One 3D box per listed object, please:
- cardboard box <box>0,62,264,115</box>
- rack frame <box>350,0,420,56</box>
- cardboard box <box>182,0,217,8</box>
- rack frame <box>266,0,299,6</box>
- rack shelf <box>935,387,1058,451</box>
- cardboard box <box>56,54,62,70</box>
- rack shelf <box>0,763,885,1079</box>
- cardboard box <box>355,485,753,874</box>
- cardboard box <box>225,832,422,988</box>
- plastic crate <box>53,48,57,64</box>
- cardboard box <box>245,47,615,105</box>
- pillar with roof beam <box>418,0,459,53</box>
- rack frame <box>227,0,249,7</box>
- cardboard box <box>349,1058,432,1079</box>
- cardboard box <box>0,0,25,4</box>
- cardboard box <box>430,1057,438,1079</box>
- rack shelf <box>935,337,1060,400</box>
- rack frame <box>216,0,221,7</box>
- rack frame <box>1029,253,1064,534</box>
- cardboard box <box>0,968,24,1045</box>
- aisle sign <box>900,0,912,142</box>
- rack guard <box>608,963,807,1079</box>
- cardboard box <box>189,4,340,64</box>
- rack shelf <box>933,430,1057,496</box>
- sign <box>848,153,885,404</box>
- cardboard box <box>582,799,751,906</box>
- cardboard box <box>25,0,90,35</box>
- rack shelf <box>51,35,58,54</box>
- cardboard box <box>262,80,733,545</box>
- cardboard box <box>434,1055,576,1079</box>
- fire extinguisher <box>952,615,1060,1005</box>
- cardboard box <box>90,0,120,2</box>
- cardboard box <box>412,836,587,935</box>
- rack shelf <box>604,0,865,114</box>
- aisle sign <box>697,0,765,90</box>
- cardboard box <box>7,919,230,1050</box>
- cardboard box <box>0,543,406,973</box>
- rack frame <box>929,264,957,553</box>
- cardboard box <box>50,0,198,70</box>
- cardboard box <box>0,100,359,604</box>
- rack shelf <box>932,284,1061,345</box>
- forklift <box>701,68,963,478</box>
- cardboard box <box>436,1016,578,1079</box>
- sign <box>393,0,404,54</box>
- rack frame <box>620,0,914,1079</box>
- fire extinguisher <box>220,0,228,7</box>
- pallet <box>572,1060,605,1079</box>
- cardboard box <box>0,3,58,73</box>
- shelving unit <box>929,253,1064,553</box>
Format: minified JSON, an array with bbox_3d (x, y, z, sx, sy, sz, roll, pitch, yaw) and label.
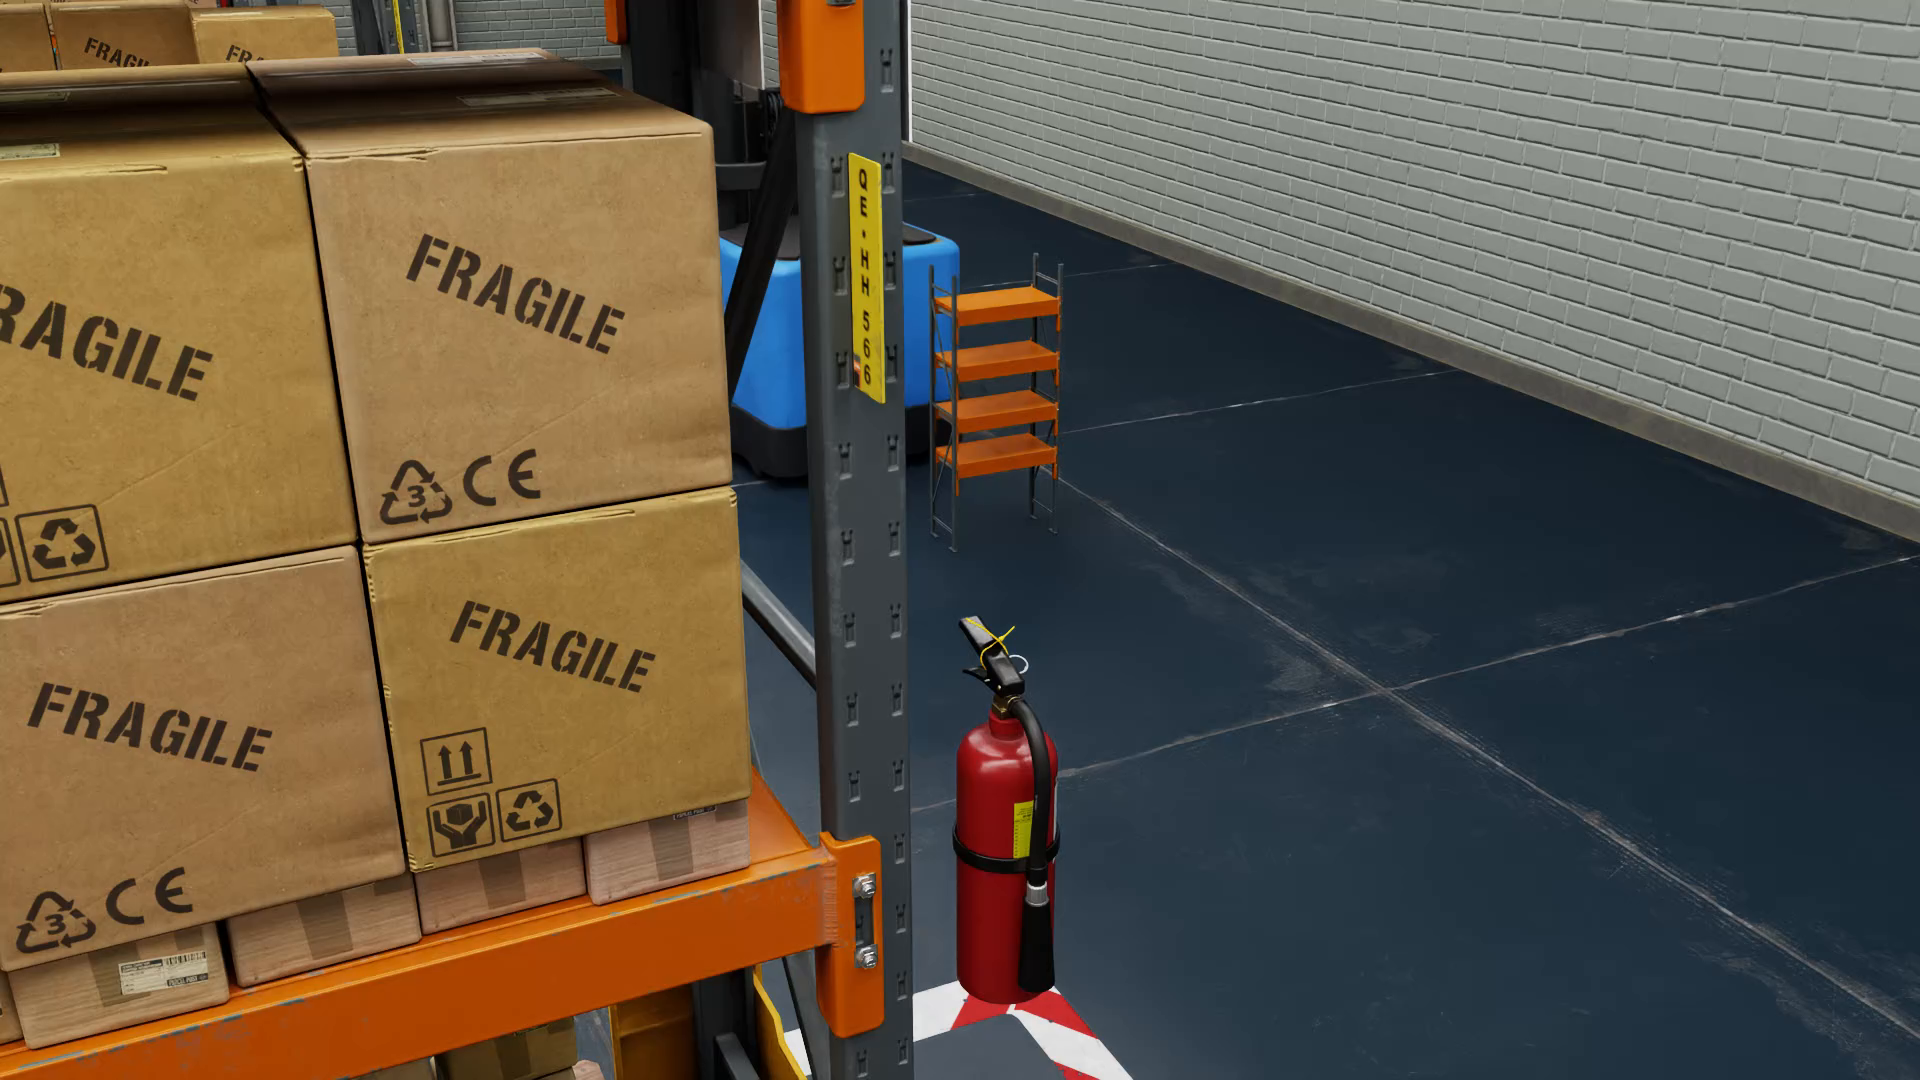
[{"bbox_3d":[-1.320,-0.443,2.570,0.500,0.500,0.500,-10,24,-22],"label":"cardboard box"},{"bbox_3d":[-2.409,-1.592,7.174,0.127,3.000,1.000,-10,25,-24],"label":"rack frame"},{"bbox_3d":[-6.987,-4.885,14.998,0.500,0.500,0.500,-10,24,-22],"label":"cardboard box"},{"bbox_3d":[-4.557,-3.299,11.297,0.127,3.000,1.000,-10,25,-24],"label":"rack frame"},{"bbox_3d":[0.149,-0.520,7.113,0.480,0.148,0.258,-10,25,-24],"label":"rack shelf"},{"bbox_3d":[-10.345,-5.435,19.177,0.500,0.500,0.700,-11,25,-25],"label":"cardboard box"},{"bbox_3d":[-2.151,0.798,2.340,4.000,0.370,1.077,-10,25,-24],"label":"rack shelf"},{"bbox_3d":[-0.642,0.114,2.534,0.500,0.500,0.500,-10,24,-23],"label":"cardboard box"},{"bbox_3d":[-0.980,0.477,2.505,0.250,0.149,0.380,-11,25,-24],"label":"cardboard box"},{"bbox_3d":[-6.108,-3.103,10.965,0.300,0.233,0.416,-10,25,-24],"label":"plastic crate"},{"bbox_3d":[-0.868,-0.528,2.778,0.500,0.500,0.500,-11,25,-24],"label":"cardboard box"},{"bbox_3d":[-4.929,-8.747,16.616,0.400,9.000,9.100,-10,25,-24],"label":"pillar with roof beam"},{"bbox_3d":[-6.702,-5.006,15.423,0.127,3.000,1.000,-10,25,-24],"label":"rack frame"},{"bbox_3d":[-1.164,1.040,3.217,0.250,0.149,0.380,-10,24,-23],"label":"cardboard box"},{"bbox_3d":[-8.359,-4.633,14.390,0.500,0.500,0.500,-11,25,-24],"label":"cardboard box"},{"bbox_3d":[-0.960,1.234,3.525,0.250,0.149,0.380,-10,24,-23],"label":"cardboard box"},{"bbox_3d":[0.149,-0.726,7.027,0.480,0.148,0.258,-10,25,-24],"label":"rack shelf"},{"bbox_3d":[-8.853,-6.713,19.545,0.127,3.000,1.000,-10,25,-24],"label":"rack frame"},{"bbox_3d":[0.369,-0.622,7.185,0.015,1.200,0.240,-10,25,-24],"label":"rack frame"},{"bbox_3d":[-1.450,0.561,2.302,0.250,0.149,0.380,-12,25,-26],"label":"cardboard box"},{"bbox_3d":[-0.153,-0.976,2.286,0.004,0.787,0.394,-10,25,-24],"label":"aisle sign"},{"bbox_3d":[-0.417,1.302,3.452,0.348,0.500,1.175,-10,25,-24],"label":"rack guard"},{"bbox_3d":[-2.734,-1.835,6.588,0.500,0.500,0.500,-10,25,-23],"label":"cardboard box"},{"bbox_3d":[0.149,-0.336,7.189,0.480,0.148,0.258,-10,25,-24],"label":"rack shelf"},{"bbox_3d":[-0.126,-0.352,2.252,0.005,0.325,0.100,-10,25,-24],"label":"sign"},{"bbox_3d":[-0.520,0.402,2.686,0.250,0.149,0.380,-10,25,-24],"label":"cardboard box"},{"bbox_3d":[-7.905,-4.716,14.591,0.500,0.500,0.500,-10,25,-23],"label":"cardboard box"},{"bbox_3d":[-8.504,-4.342,14.759,4.000,0.370,1.077,-10,25,-24],"label":"rack shelf"},{"bbox_3d":[-0.653,-0.350,2.346,0.500,0.500,0.500,-11,25,-25],"label":"cardboard box"},{"bbox_3d":[-0.932,1.118,3.416,0.250,0.149,0.380,-9,24,-21],"label":"cardboard box"},{"bbox_3d":[0.079,0.460,2.807,0.183,0.674,0.296,-10,25,-24],"label":"fire extinguisher"},{"bbox_3d":[-7.453,-4.797,14.787,0.500,0.500,0.500,-10,25,-23],"label":"cardboard box"},{"bbox_3d":[-0.760,0.430,2.618,0.250,0.149,0.380,-10,25,-24],"label":"cardboard box"},{"bbox_3d":[-2.151,-0.588,1.766,4.000,0.370,1.077,-10,25,-24],"label":"rack shelf"},{"bbox_3d":[-0.413,-1.182,2.786,0.004,0.787,0.394,-10,25,-24],"label":"aisle sign"},{"bbox_3d":[-1.199,0.527,2.383,0.250,0.149,0.380,-10,24,-22],"label":"cardboard box"},{"bbox_3d":[-1.108,0.197,2.331,0.500,0.500,0.500,-11,25,-24],"label":"cardboard box"},{"bbox_3d":[-0.071,-0.541,6.989,0.015,1.200,0.240,-10,25,-24],"label":"rack frame"},{"bbox_3d":[-3.409,-1.937,6.834,0.500,0.500,0.500,-11,25,-25],"label":"cardboard box"},{"bbox_3d":[-1.110,-0.266,2.143,0.500,0.500,0.500,-11,25,-25],"label":"cardboard box"},{"bbox_3d":[0.149,-0.945,6.937,0.480,0.148,0.258,-10,25,-24],"label":"rack shelf"},{"bbox_3d":[-1.165,-2.163,8.643,1.130,2.935,3.031,-13,26,-28],"label":"forklift"},{"bbox_3d":[-0.968,0.952,3.428,0.250,0.149,0.380,-12,25,-26],"label":"cardboard box"},{"bbox_3d":[-2.186,-2.047,6.450,0.005,0.325,0.100,-10,25,-24],"label":"sign"},{"bbox_3d":[-0.350,0.133,3.007,0.053,2.616,0.949,-10,25,-24],"label":"rack frame"},{"bbox_3d":[-8.517,-6.371,19.308,0.183,0.674,0.296,-10,25,-24],"label":"fire extinguisher"},{"bbox_3d":[-1.164,1.558,3.211,1.213,0.211,1.003,-10,25,-24],"label":"pallet"},{"bbox_3d":[-3.873,-1.849,6.622,0.500,0.500,0.500,-11,25,-25],"label":"cardboard box"},{"bbox_3d":[0.149,-0.582,7.087,0.503,1.200,0.258,-10,25,-24],"label":"shelving unit"}]
